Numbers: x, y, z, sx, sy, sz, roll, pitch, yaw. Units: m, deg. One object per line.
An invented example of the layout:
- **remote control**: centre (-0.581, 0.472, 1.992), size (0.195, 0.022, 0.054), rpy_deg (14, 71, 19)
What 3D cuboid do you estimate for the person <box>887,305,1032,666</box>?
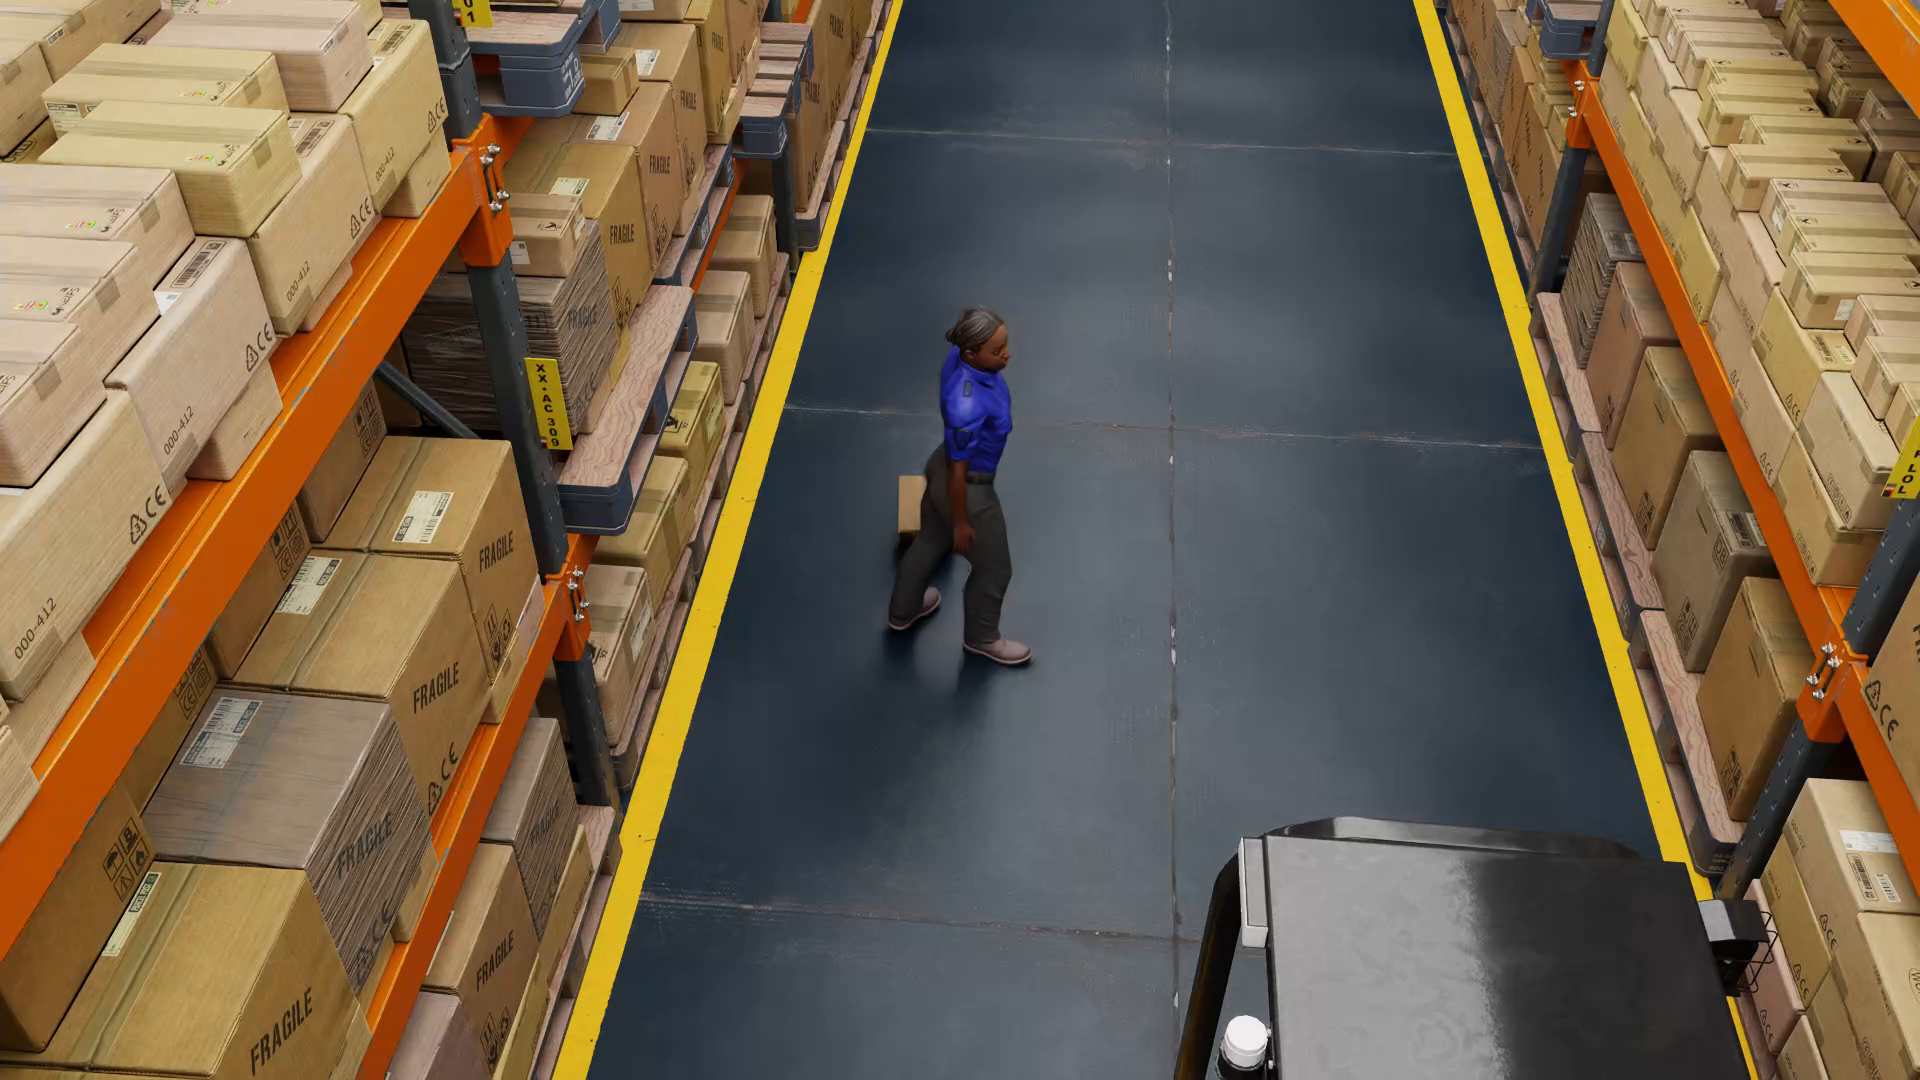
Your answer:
- **person**: centre (-0.007, -0.217, 6.417), size (0.588, 1.641, 0.510), rpy_deg (-2, 40, -2)
